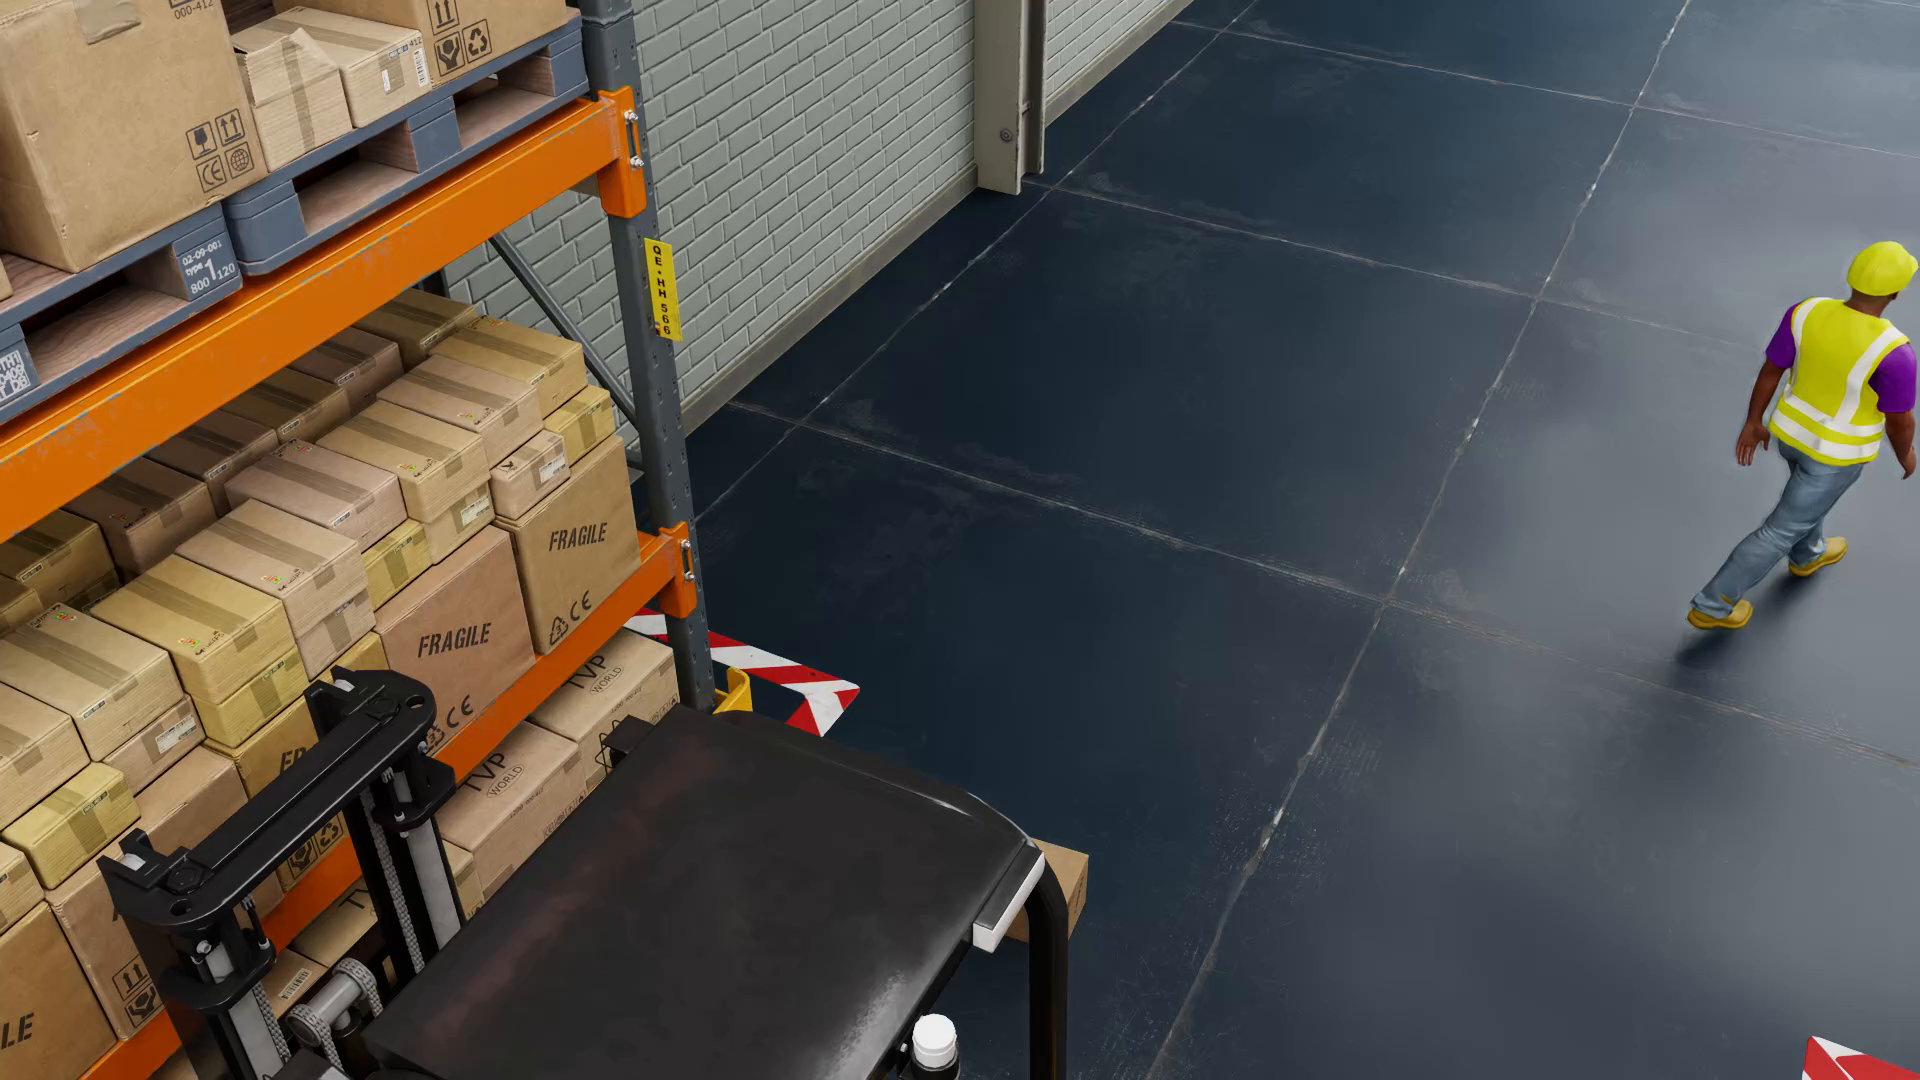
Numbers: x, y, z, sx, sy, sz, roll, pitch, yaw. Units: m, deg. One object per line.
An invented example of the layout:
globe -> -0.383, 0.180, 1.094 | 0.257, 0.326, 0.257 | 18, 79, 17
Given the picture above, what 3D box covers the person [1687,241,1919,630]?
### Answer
person -> 3.510, -0.427, 6.683 | 1.026, 1.721, 0.436 | -14, 40, -17
